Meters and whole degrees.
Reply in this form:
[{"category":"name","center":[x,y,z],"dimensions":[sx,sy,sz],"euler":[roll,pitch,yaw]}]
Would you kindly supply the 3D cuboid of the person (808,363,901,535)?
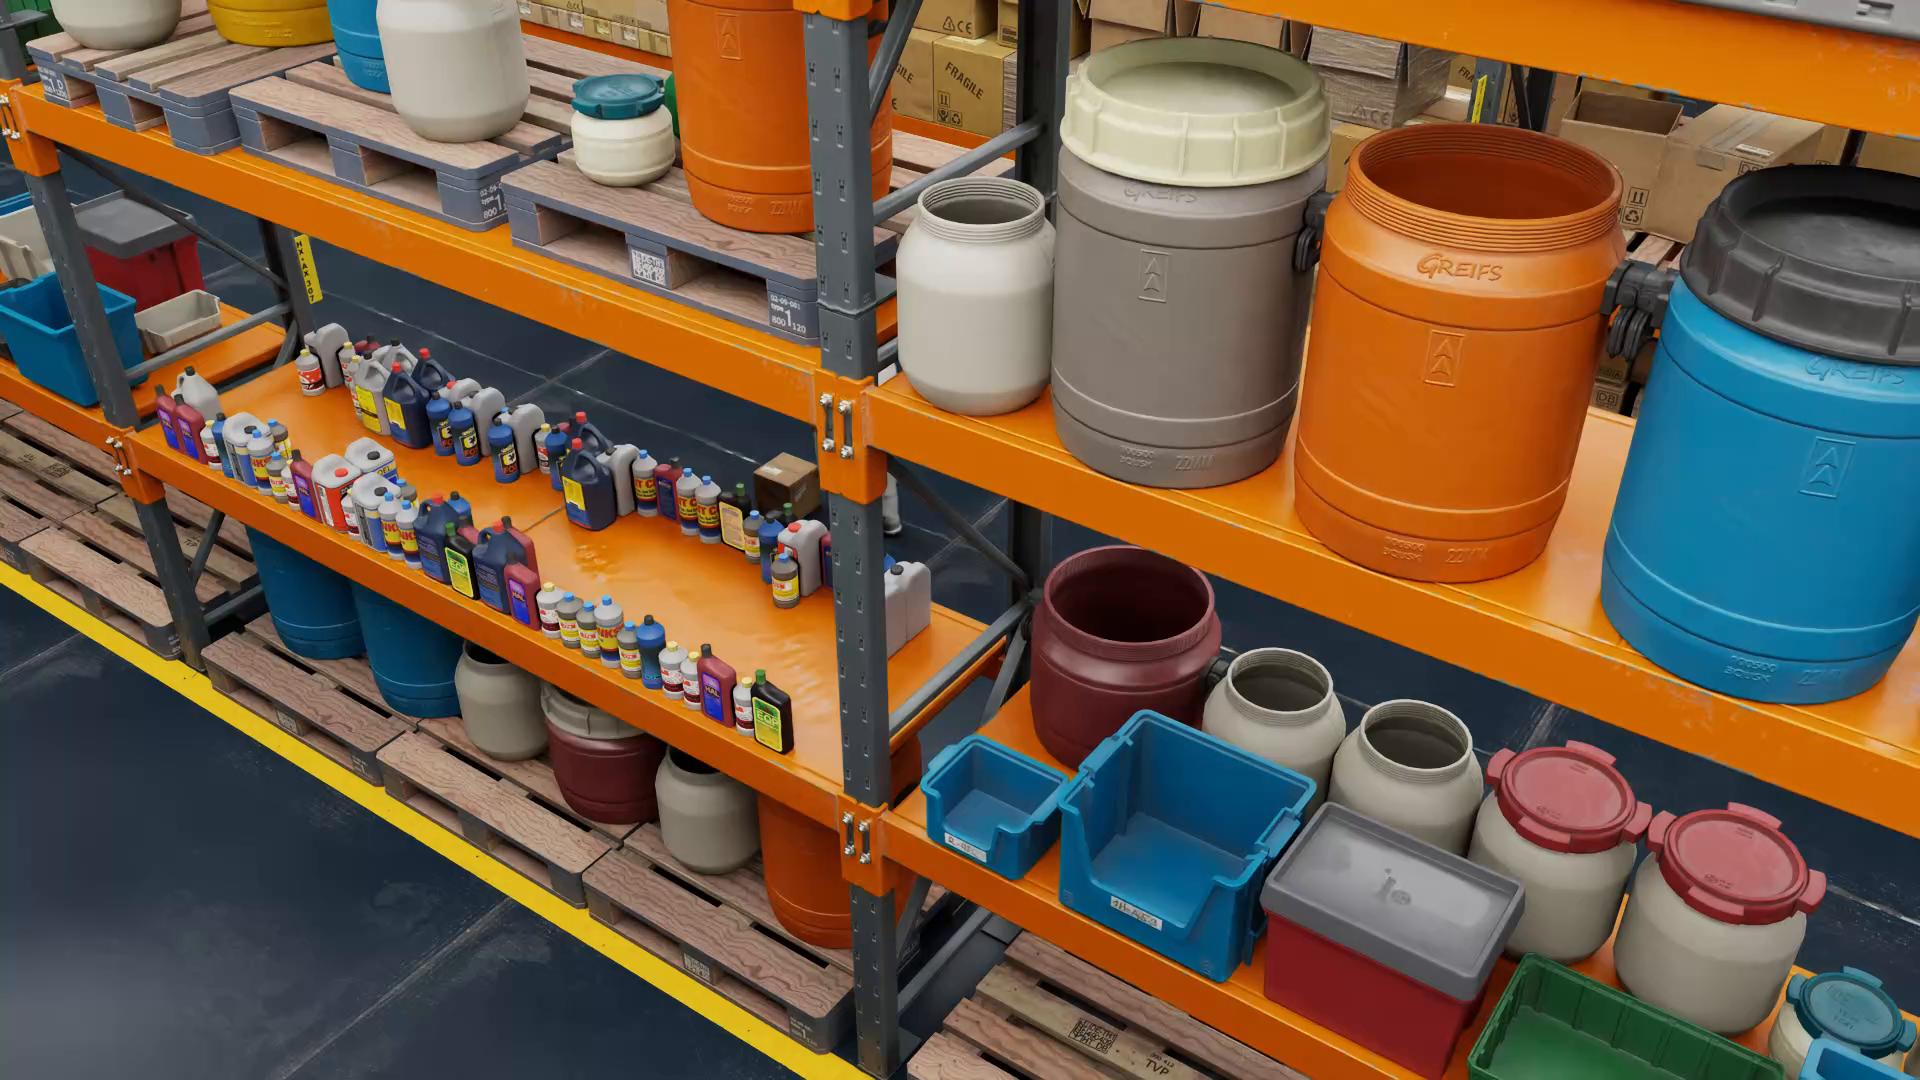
[{"category":"person","center":[-0.540,-0.712,8.200],"dimensions":[0.391,1.743,0.530],"euler":[22,40,29]}]
